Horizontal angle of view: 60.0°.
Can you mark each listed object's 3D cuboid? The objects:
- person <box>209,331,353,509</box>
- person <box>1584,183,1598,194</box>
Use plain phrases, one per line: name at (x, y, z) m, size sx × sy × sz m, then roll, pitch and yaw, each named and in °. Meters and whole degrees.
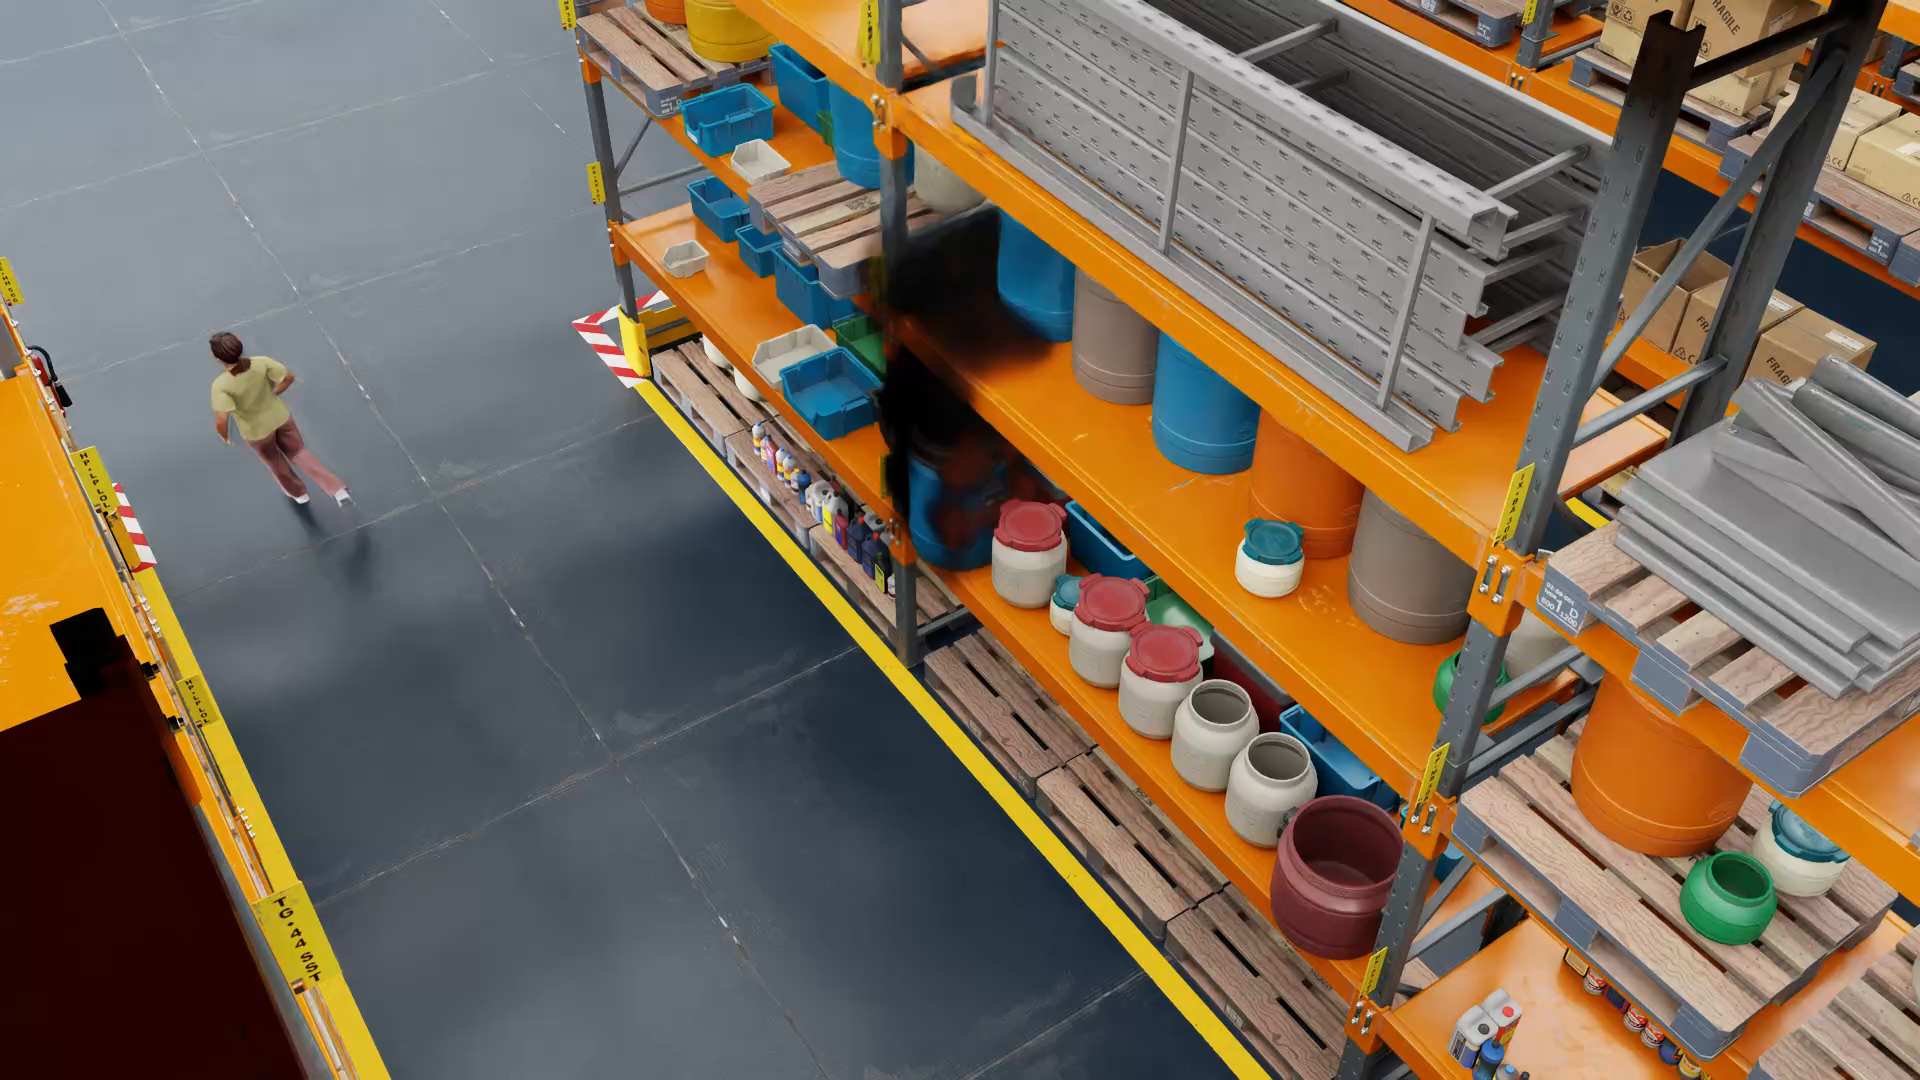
person at (-4.755, -0.746, 11.354) m, size 0.791 × 1.642 × 0.639 m, roll 29°, pitch 50°, yaw 28°
person at (5.040, -2.890, 13.602) m, size 0.672 × 1.771 × 0.837 m, roll -31°, pitch 51°, yaw -29°
